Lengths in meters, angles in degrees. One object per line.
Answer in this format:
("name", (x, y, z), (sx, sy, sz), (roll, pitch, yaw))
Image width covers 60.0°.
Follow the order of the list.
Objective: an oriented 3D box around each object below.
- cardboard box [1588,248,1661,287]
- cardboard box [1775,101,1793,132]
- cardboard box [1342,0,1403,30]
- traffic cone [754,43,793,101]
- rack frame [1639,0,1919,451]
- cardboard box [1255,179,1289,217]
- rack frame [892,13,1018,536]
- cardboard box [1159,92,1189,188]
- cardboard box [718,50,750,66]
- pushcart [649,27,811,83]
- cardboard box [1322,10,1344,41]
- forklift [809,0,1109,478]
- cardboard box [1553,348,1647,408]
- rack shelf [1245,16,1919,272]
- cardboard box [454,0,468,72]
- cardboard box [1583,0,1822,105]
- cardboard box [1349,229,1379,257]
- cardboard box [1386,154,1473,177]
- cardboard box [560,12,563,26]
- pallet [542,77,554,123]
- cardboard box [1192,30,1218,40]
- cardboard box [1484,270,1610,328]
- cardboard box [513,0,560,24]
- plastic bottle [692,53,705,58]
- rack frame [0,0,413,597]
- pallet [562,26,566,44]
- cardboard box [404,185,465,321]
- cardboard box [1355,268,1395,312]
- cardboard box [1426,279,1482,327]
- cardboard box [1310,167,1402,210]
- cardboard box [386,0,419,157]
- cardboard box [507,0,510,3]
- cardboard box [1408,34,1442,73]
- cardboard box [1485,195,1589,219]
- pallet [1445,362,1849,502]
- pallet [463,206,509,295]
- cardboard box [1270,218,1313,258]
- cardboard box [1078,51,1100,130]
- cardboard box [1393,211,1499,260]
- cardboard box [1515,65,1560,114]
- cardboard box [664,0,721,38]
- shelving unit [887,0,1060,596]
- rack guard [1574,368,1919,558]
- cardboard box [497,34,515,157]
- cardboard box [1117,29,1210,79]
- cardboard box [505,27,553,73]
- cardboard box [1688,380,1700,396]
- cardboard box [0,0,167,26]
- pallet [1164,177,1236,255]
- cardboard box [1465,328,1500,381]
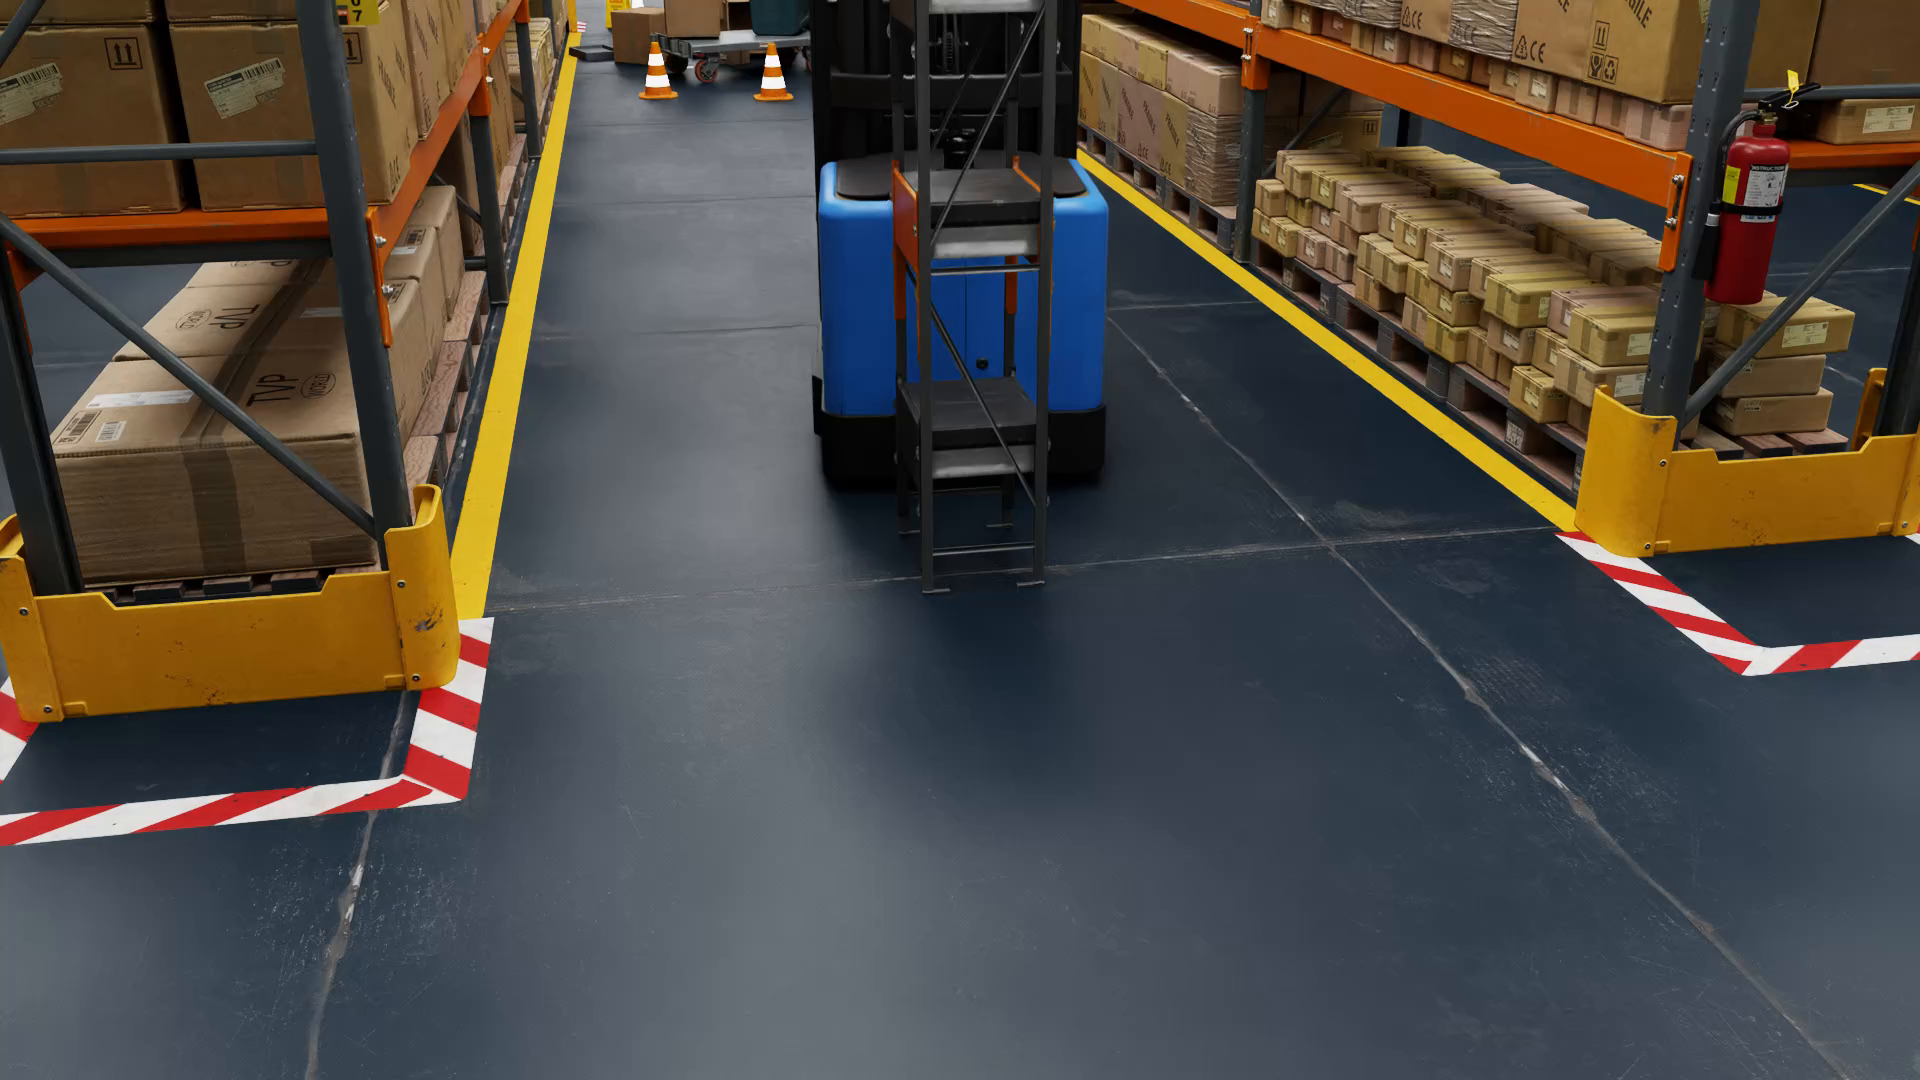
("cardboard box", (2.796, -1.080, 6.769), (0.380, 0.149, 0.250), (-5, 24, -12))
("cardboard box", (2.951, -1.524, 5.806), (0.380, 0.149, 0.250), (-3, 24, -8))
("cardboard box", (2.037, -2.538, 7.316), (0.500, 0.500, 0.500), (-5, 24, -11))
("traffic cone", (-1.647, -4.118, 14.600), (0.336, 0.463, 0.334), (-4, 24, -10))
("rack frame", (2.777, -1.391, 5.186), (1.000, 3.000, 0.127), (-4, 24, -10))
("cardboard box", (1.789, -1.820, 8.835), (0.380, 0.149, 0.250), (-3, 24, -7))
("rack frame", (-0.015, -0.993, 5.400), (0.400, 2.100, 0.015), (-4, 24, -10))
("cardboard box", (1.558, -2.485, 10.291), (0.500, 0.500, 0.500), (-5, 24, -11))
("cardboard box", (-2.330, -4.931, 16.708), (0.396, 0.266, 0.258), (18, 29, 36))
("pushcart", (-2.057, -4.691, 16.020), (1.648, 0.377, 0.936), (-13, 27, -28))
("cardboard box", (1.989, -2.516, 8.077), (0.380, 0.149, 0.250), (-5, 24, -12))
("forklift", (-0.077, -2.118, 6.937), (1.130, 2.935, 3.031), (-2, 24, -3))
("cardboard box", (2.398, -0.599, 6.040), (0.380, 0.149, 0.250), (-5, 24, -11))
("rack shelf", (2.407, -1.848, 7.132), (1.077, 0.370, 4.000), (-4, 24, -10))
("cardboard box", (-2.372, -2.238, 7.002), (0.500, 0.500, 0.500), (-5, 24, -11))
("cardboard box", (2.440, -1.731, 5.468), (0.500, 0.500, 0.500), (-4, 24, -9))
("cardboard box", (2.080, -1.418, 7.914), (0.380, 0.149, 0.250), (-3, 24, -7))
("cardboard box", (2.445, -1.904, 8.657), (0.380, 0.149, 0.250), (-4, 24, -9))
("cardboard box", (-4.343, -5.307, 17.063), (0.500, 0.250, 0.500), (-5, 24, -10))
("pallet", (-3.914, -3.640, 13.820), (1.003, 0.211, 1.213), (-4, 24, -10))
("cardboard box", (1.864, -3.279, 11.173), (0.500, 0.250, 0.500), (-4, 24, -9))
("cardboard box", (2.267, -0.934, 6.435), (0.380, 0.149, 0.250), (-5, 24, -11))
("cardboard box", (-4.132, -5.233, 15.957), (0.500, 0.500, 0.500), (-3, 24, -7))
("plastic bottle", (-2.684, -5.004, 17.132), (0.133, 0.061, 0.283), (0, 24, -1))
("rack frame", (-2.069, -0.985, 4.257), (1.000, 3.000, 0.127), (-4, 24, -10))
("pallet", (-4.899, -5.648, 18.418), (1.003, 0.211, 1.213), (-4, 24, -10))
("cardboard box", (-2.799, -1.321, 7.704), (0.875, 0.438, 0.875), (-5, 24, -11))
("cardboard box", (2.068, -1.176, 7.731), (0.380, 0.149, 0.250), (-5, 24, -11))
("cardboard box", (2.192, -1.006, 6.972), (0.380, 0.149, 0.250), (-4, 24, -9))
("cardboard box", (1.985, -1.763, 8.333), (0.380, 0.149, 0.250), (-5, 24, -10))
("cardboard box", (-1.997, -1.437, 5.168), (0.500, 0.500, 0.500), (-5, 24, -11))
("cardboard box", (-2.891, -3.285, 9.712), (0.500, 0.250, 0.500), (-5, 24, -11))
("cardboard box", (2.154, -2.097, 7.117), (0.380, 0.149, 0.250), (-3, 24, -8))
("cardboard box", (2.672, -1.494, 7.718), (0.380, 0.149, 0.250), (-5, 24, -12))
("pallet", (2.647, -0.465, 6.551), (1.003, 0.211, 1.213), (-4, 24, -10))
("pallet", (-3.026, -1.578, 9.099), (1.003, 0.211, 1.213), (-4, 24, -10))
("cardboard box", (1.838, -1.578, 8.653), (0.380, 0.149, 0.250), (-4, 24, -8))
("cardboard box", (1.177, -3.287, 12.127), (0.500, 0.500, 0.500), (-5, 24, -12))
("cardboard box", (2.161, -1.355, 7.399), (0.380, 0.149, 0.250), (-4, 24, -9))
("cardboard box", (2.298, -1.680, 6.162), (0.380, 0.149, 0.250), (-4, 24, -8))
("cardboard box", (-2.545, -5.050, 15.741), (0.500, 0.500, 0.500), (-4, 24, -10))
("shelving unit", (0.031, -0.897, 5.181), (0.431, 2.100, 0.503), (-4, 24, -10))
("rack guard", (2.762, -0.275, 5.755), (1.175, 0.500, 0.348), (-4, 24, -10))
("cardboard box", (-3.503, -3.072, 11.166), (0.875, 0.875, 0.875), (-5, 24, -10))
("cardboard box", (1.359, -3.244, 11.091), (0.500, 0.250, 0.500), (-4, 24, -9))
("cardboard box", (-4.053, -4.204, 14.387), (0.950, 0.372, 0.625), (-3, 24, -6))
("cardboard box", (2.865, -0.603, 6.421), (0.380, 0.149, 0.250), (-4, 24, -10))
("cardboard box", (-2.393, -1.661, 4.430), (0.500, 0.500, 0.500), (-4, 24, -8))
("pallet", (1.891, -1.992, 10.048), (1.003, 0.211, 1.213), (-4, 24, -10))
("cardboard box", (2.304, -0.768, 6.799), (0.380, 0.149, 0.250), (-4, 24, -9))
